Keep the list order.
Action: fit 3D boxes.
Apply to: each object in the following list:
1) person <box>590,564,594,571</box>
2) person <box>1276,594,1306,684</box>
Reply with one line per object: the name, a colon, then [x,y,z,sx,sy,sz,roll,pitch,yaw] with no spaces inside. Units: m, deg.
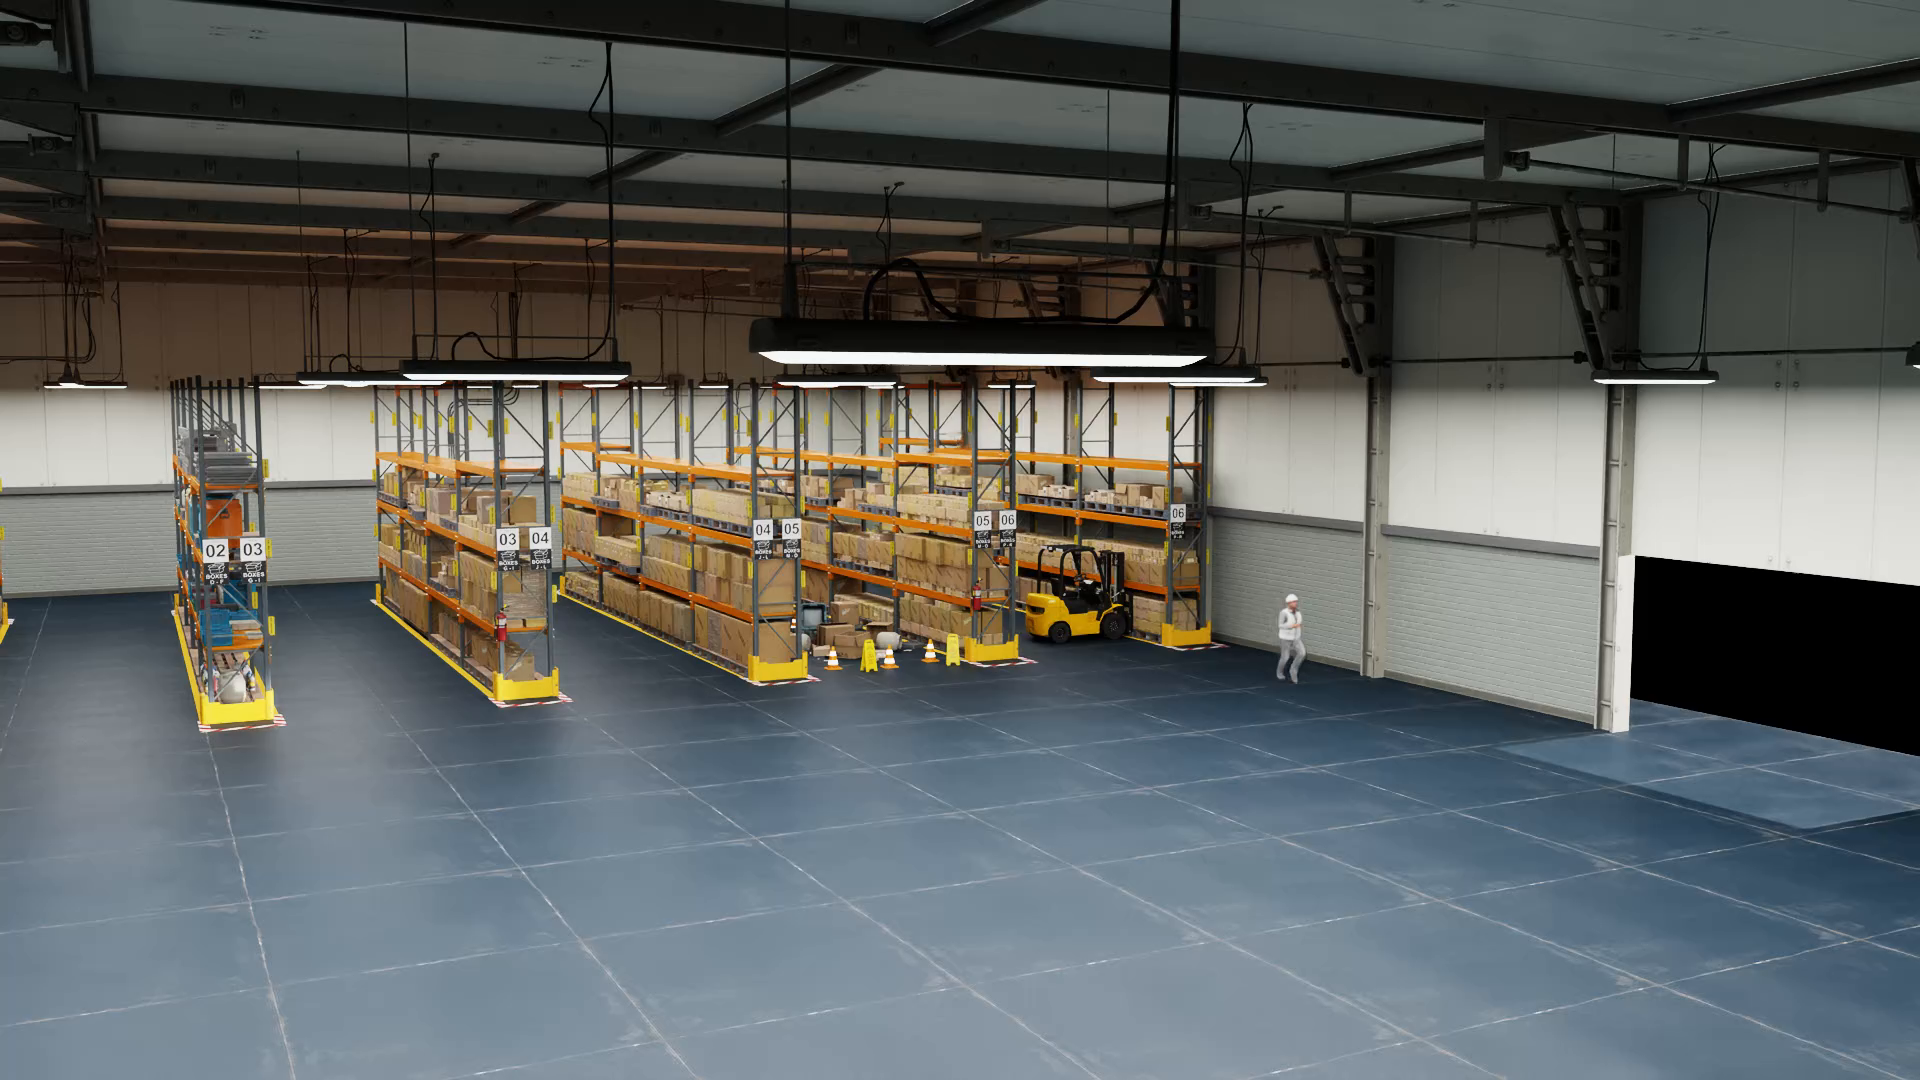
person: [-10.595,0.621,48.757,0.693,1.571,0.584,-1,5,-8]
person: [6.500,1.936,32.692,0.682,1.770,0.811,-3,6,-27]
